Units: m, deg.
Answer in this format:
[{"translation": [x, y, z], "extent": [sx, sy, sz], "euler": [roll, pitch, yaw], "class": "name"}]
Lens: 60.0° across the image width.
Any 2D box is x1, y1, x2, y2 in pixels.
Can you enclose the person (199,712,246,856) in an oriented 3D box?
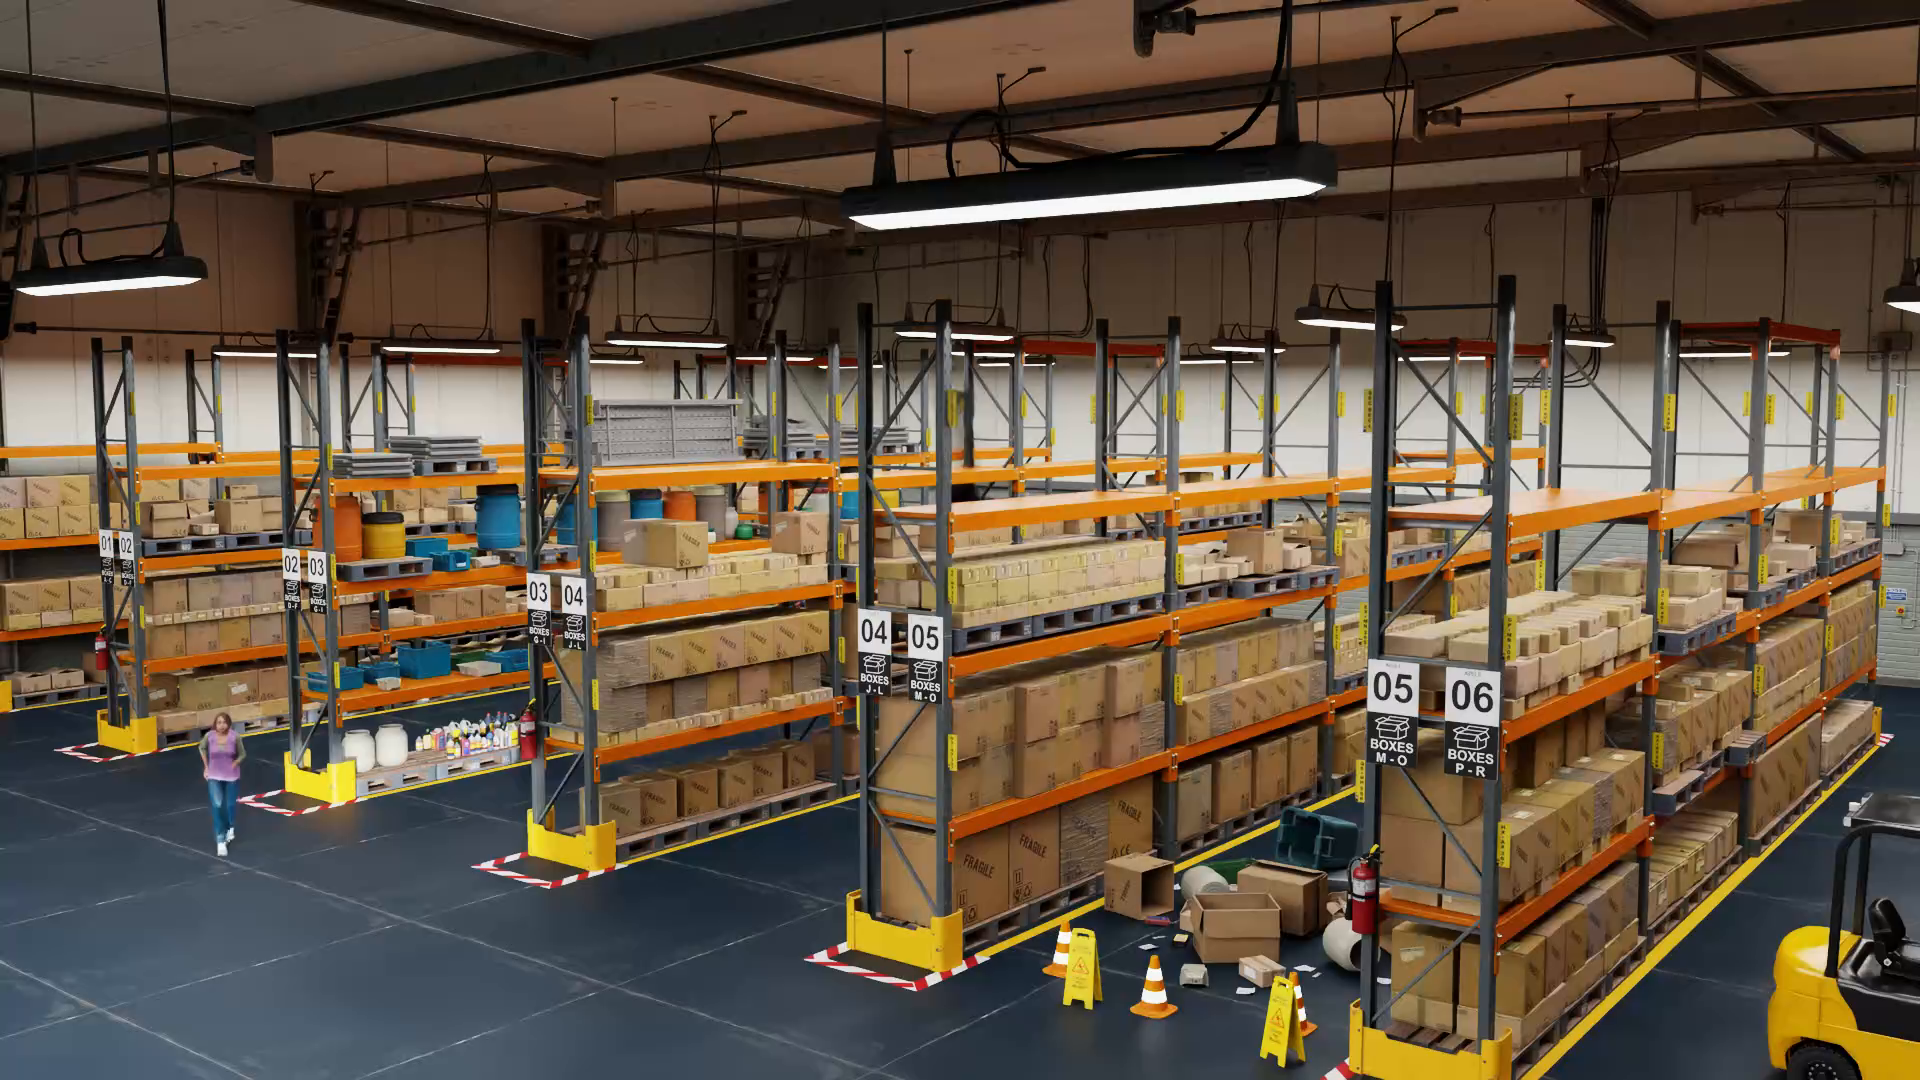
[{"translation": [-8.365, 2.743, 18.903], "extent": [0.471, 1.637, 0.815], "euler": [-3, 6, -28], "class": "person"}]
